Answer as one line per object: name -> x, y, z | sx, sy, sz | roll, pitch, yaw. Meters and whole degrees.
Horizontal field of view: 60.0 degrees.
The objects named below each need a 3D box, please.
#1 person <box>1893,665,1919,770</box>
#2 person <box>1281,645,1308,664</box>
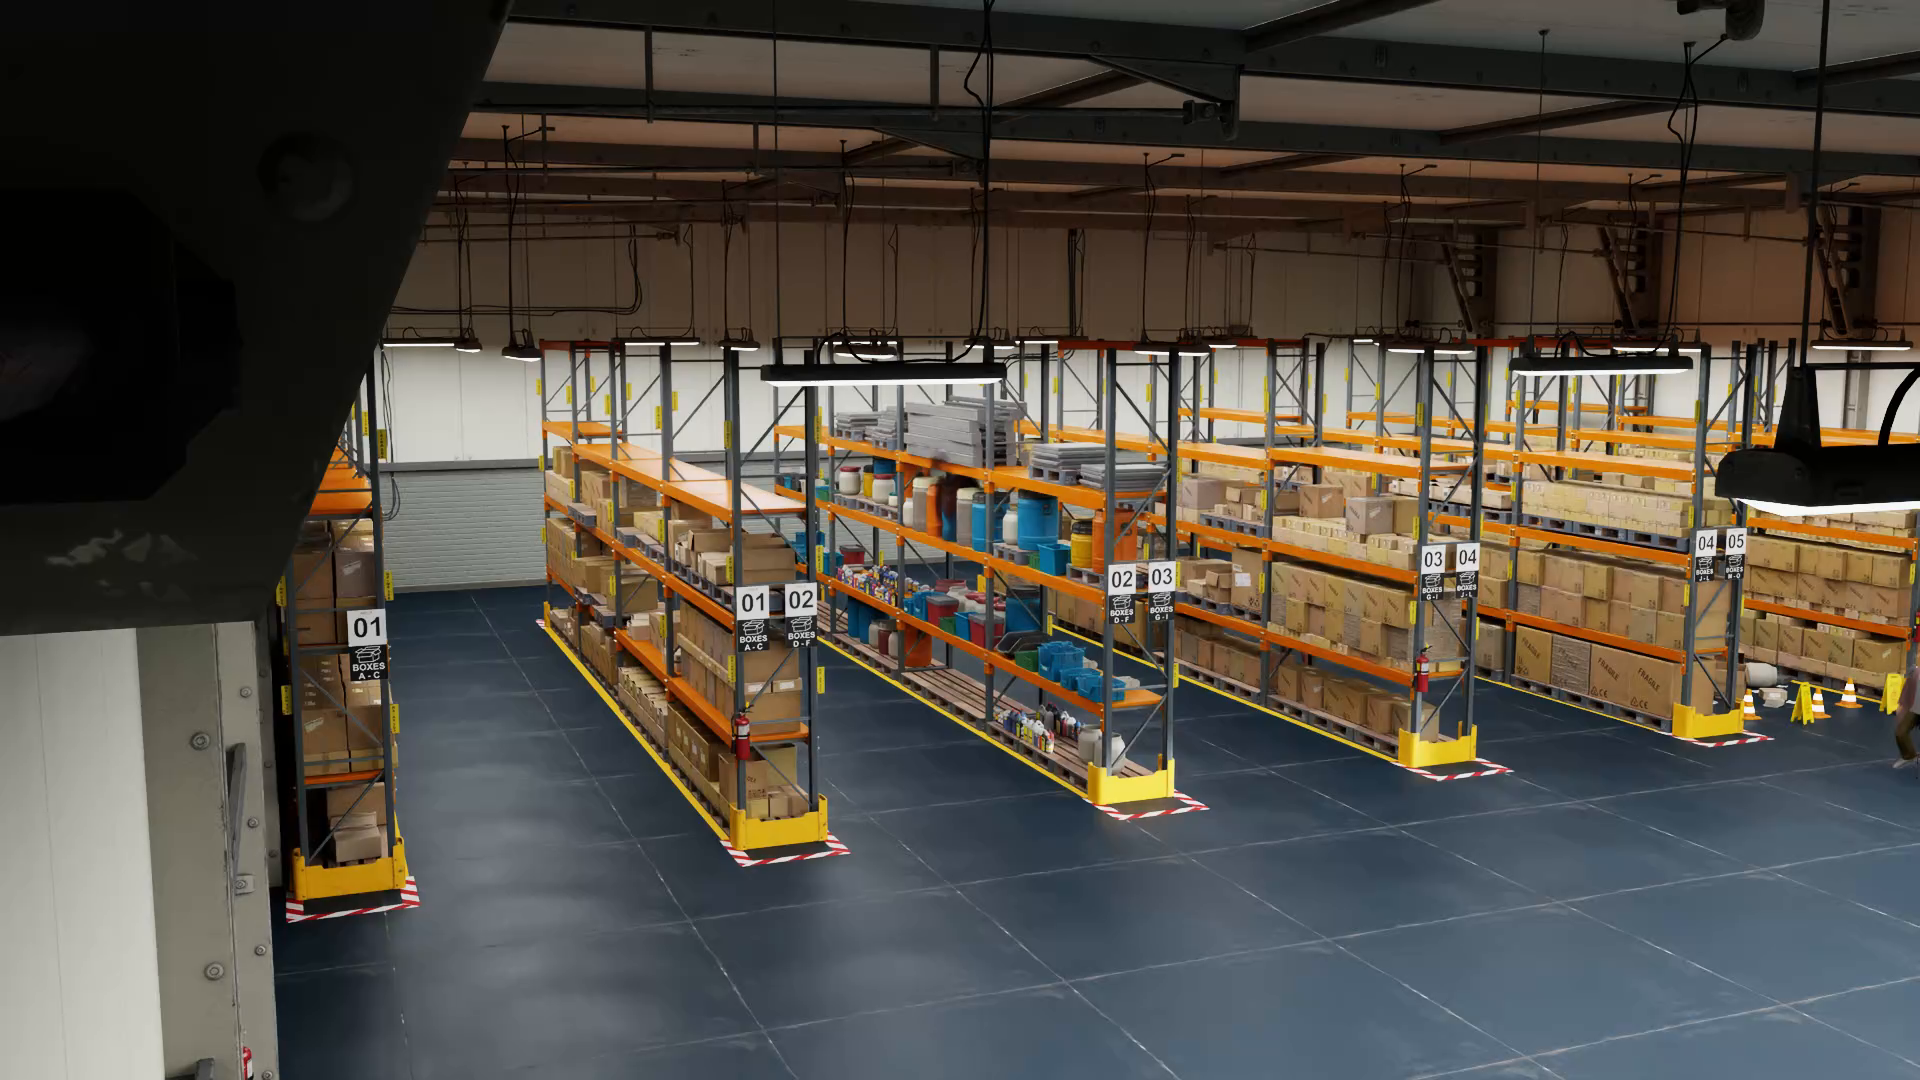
person -> 13.464, 2.418, 23.296 | 0.656, 1.779, 0.525 | 7, 10, 43
person -> 6.217, 1.549, 30.599 | 0.557, 1.621, 1.001 | -2, 8, -18
